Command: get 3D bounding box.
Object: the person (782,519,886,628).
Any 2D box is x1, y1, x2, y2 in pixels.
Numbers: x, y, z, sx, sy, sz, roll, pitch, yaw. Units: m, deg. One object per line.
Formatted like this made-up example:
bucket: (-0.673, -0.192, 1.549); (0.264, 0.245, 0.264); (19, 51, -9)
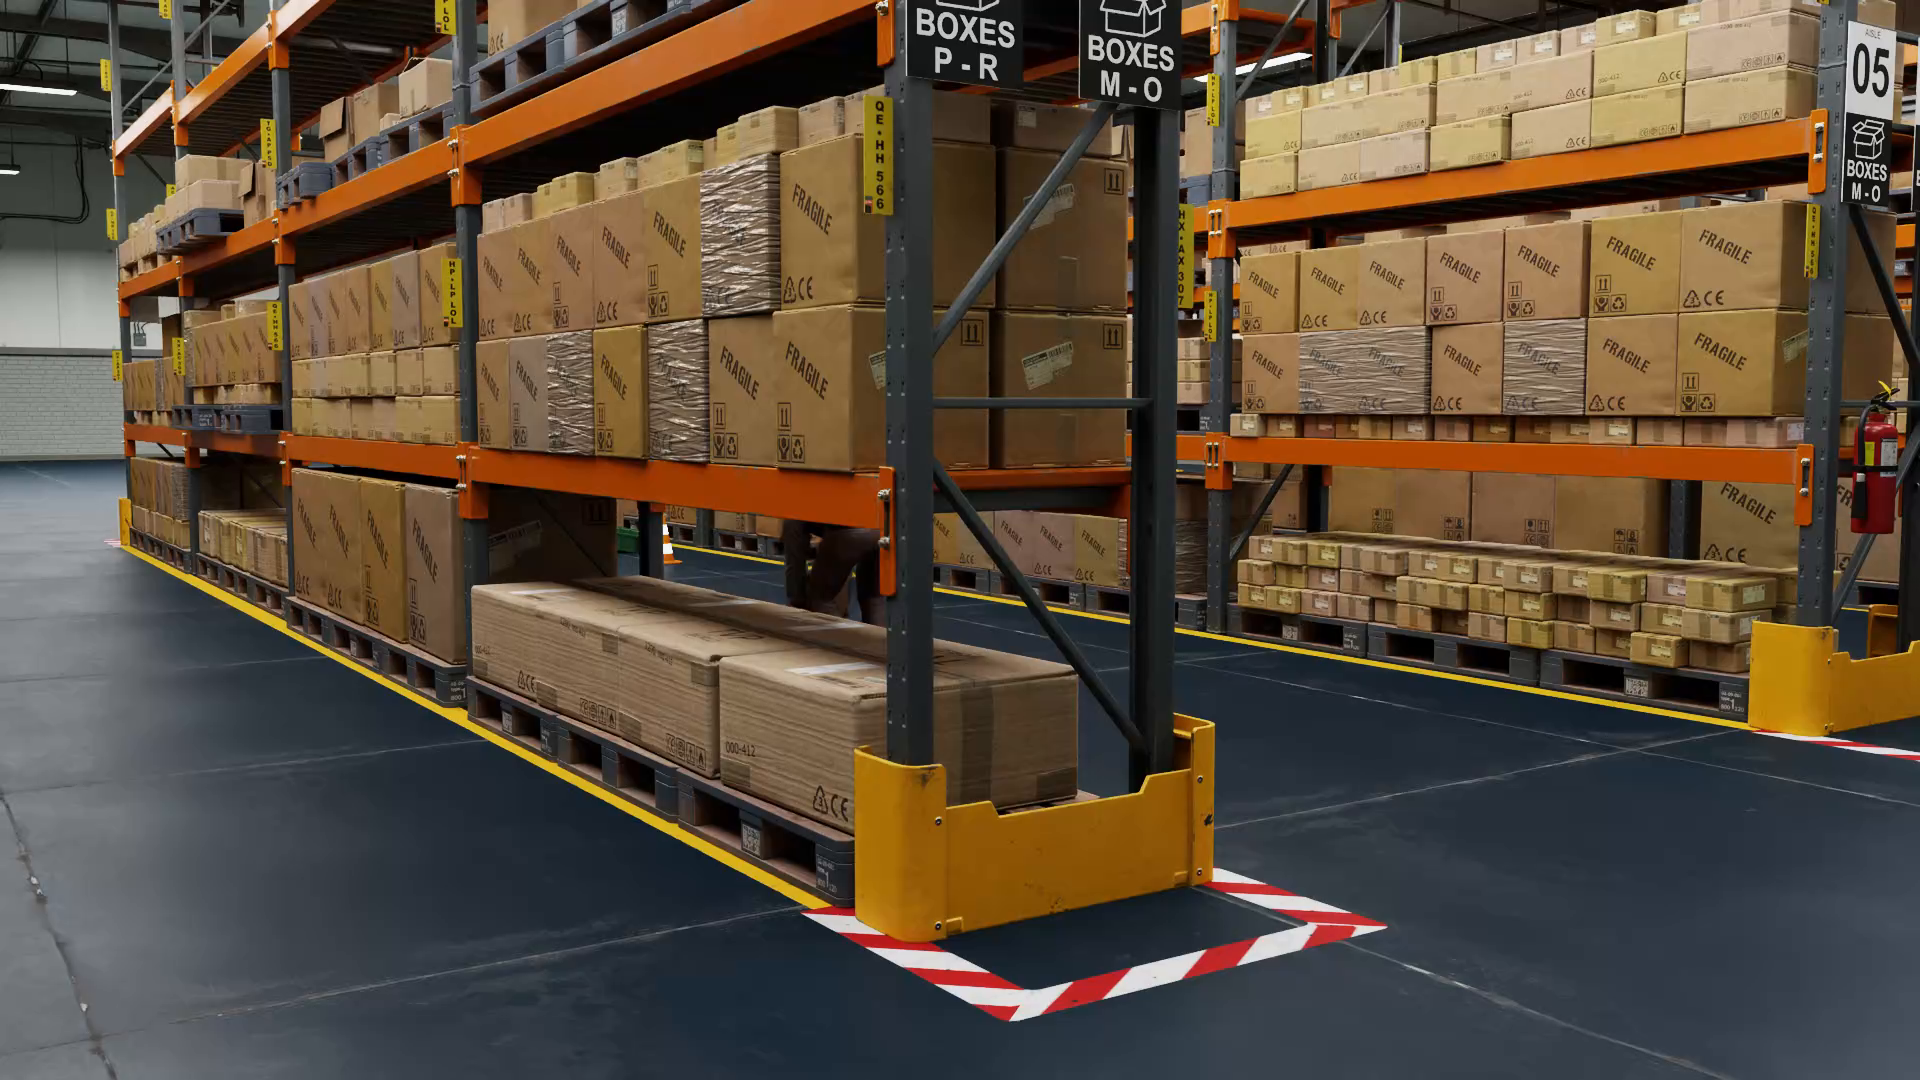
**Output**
person: (-0.707, 0.213, 9.167); (0.467, 1.105, 0.935); (-3, 6, -36)
